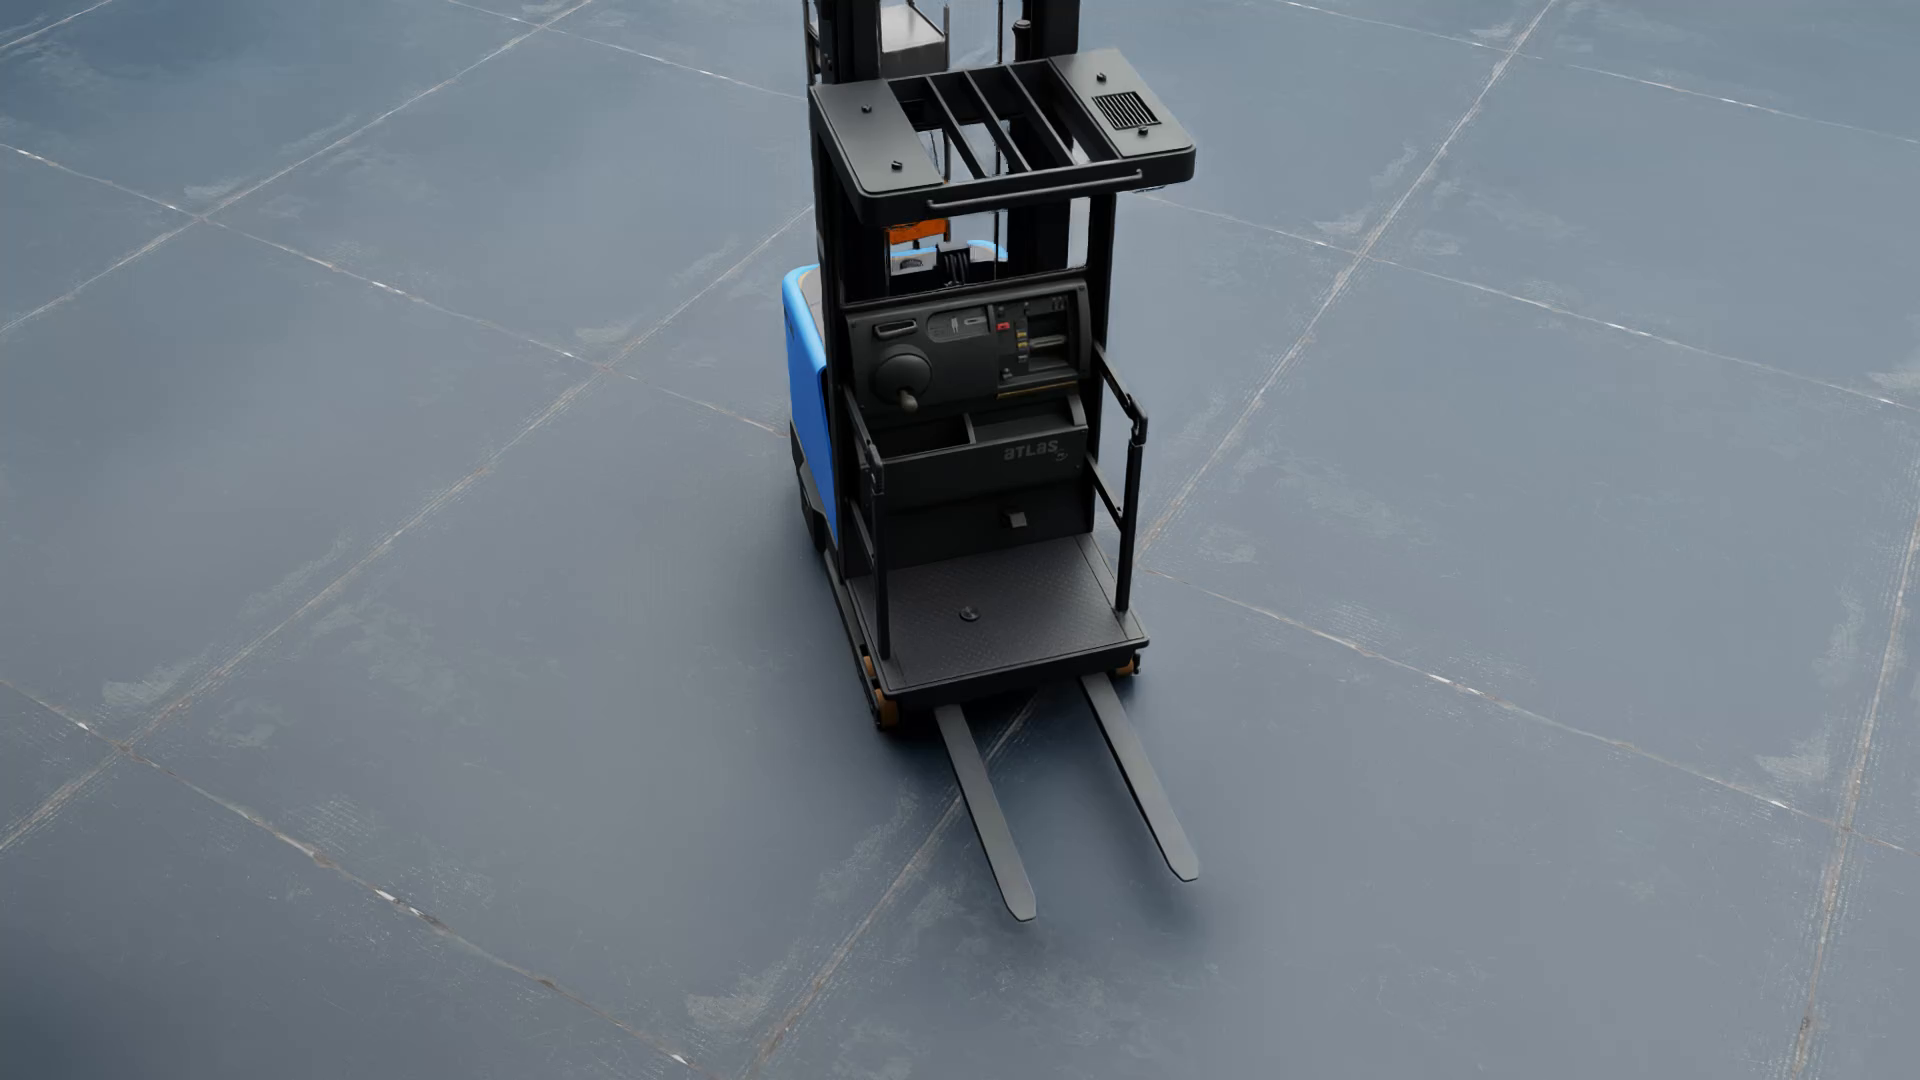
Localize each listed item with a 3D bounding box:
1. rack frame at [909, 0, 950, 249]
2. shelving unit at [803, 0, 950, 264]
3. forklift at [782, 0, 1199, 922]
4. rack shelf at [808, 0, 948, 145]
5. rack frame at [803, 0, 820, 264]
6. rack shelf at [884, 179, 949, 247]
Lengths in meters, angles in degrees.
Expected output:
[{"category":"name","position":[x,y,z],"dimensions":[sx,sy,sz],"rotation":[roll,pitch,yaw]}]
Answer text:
[{"category":"rack frame","position":[-0.135,-1.543,7.728],"dimensions":[0.015,2.100,0.400],"rotation":[-17,44,-18]},{"category":"shelving unit","position":[-0.356,-1.475,7.651],"dimensions":[0.503,2.100,0.431],"rotation":[-17,44,-18]},{"category":"forklift","position":[0.103,-0.639,6.073],"dimensions":[1.130,2.935,3.031],"rotation":[-11,43,-12]},{"category":"rack shelf","position":[-0.355,-1.989,7.195],"dimensions":[0.480,0.518,0.431],"rotation":[-17,44,-18]},{"category":"rack frame","position":[-0.577,-1.407,7.573],"dimensions":[0.015,2.100,0.400],"rotation":[-17,44,-18]},{"category":"rack shelf","position":[-0.356,-1.465,7.660],"dimensions":[0.480,0.518,0.431],"rotation":[-17,44,-18]}]
